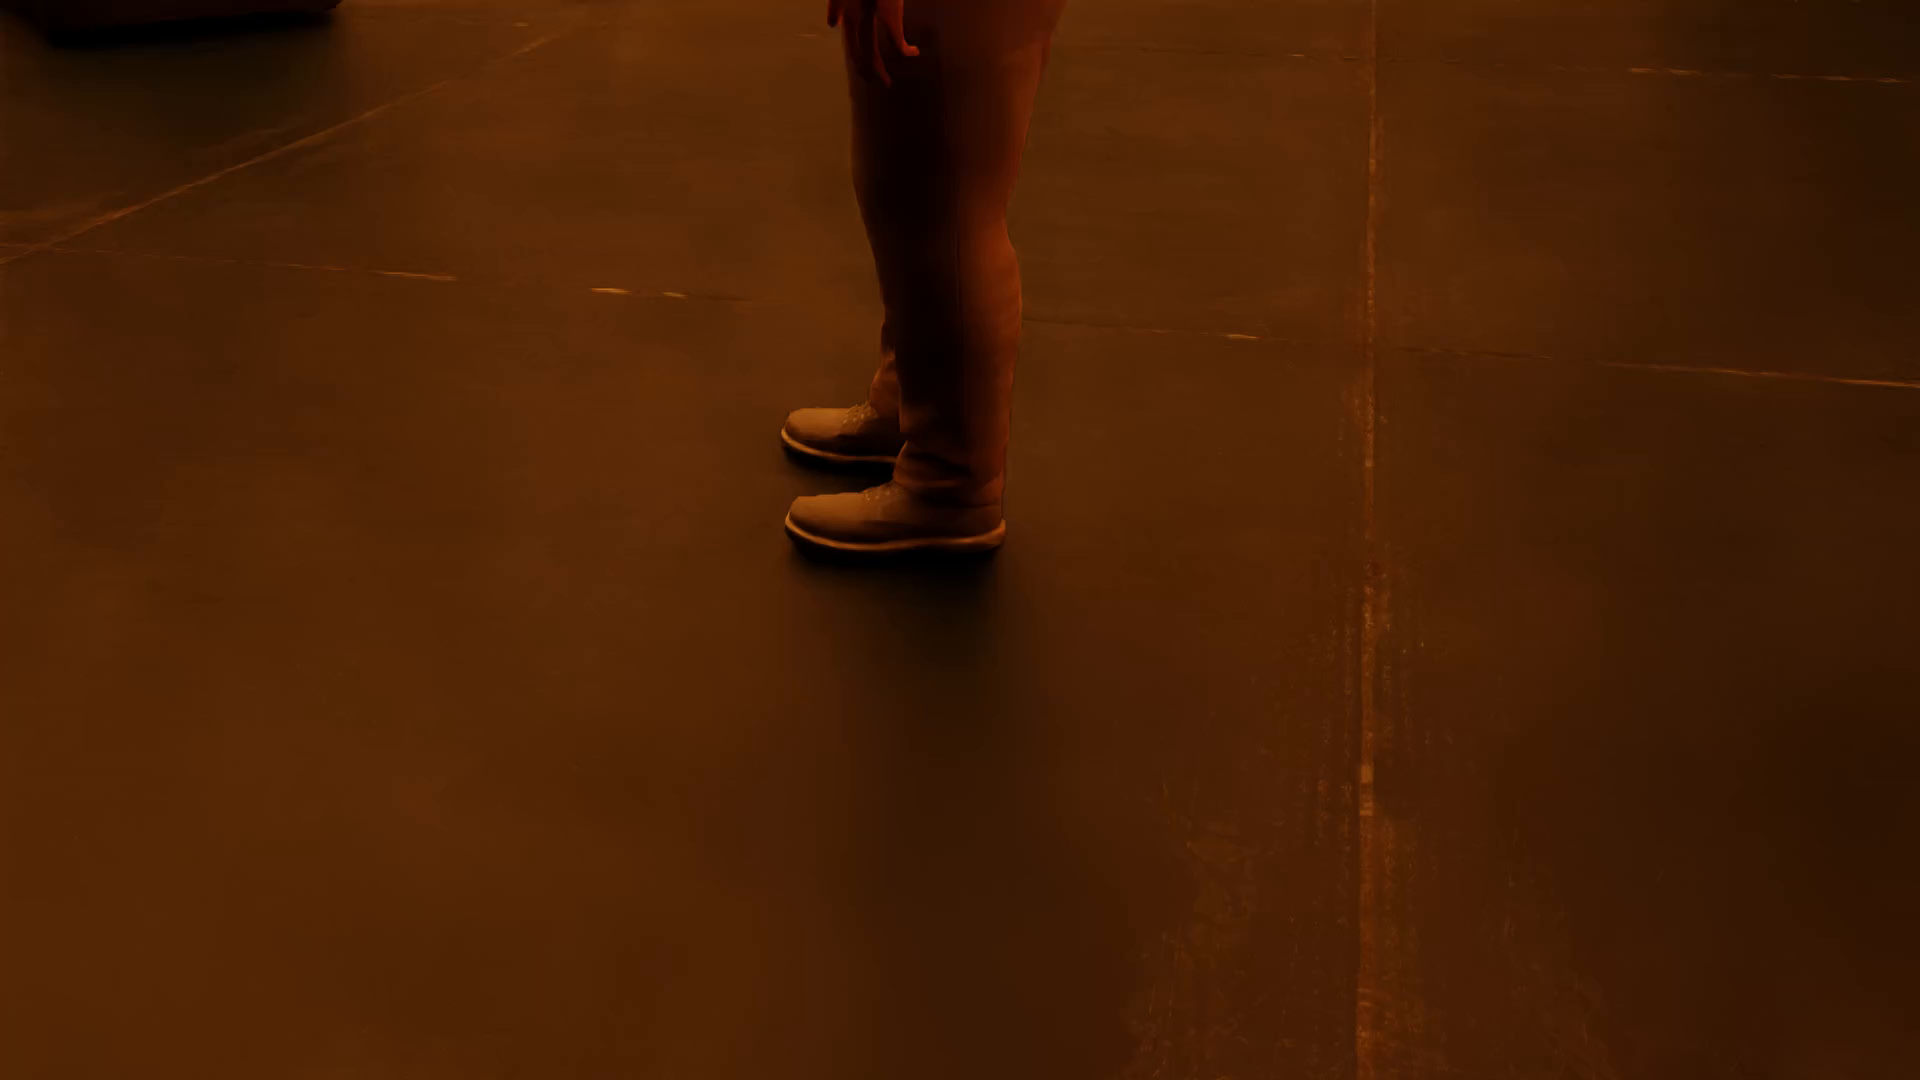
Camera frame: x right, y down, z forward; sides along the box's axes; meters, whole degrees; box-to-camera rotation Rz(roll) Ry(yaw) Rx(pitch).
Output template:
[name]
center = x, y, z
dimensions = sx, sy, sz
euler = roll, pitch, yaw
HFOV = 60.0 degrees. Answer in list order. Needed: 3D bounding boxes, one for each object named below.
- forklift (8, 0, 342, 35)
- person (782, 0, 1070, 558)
[forklift]
center = -3.664, -3.758, 6.694
dimensions = 1.130, 2.935, 3.031
euler = -17, 31, -30
[person]
center = -0.084, -0.794, 2.138
dimensions = 0.550, 1.727, 0.635
euler = 6, 27, 11
